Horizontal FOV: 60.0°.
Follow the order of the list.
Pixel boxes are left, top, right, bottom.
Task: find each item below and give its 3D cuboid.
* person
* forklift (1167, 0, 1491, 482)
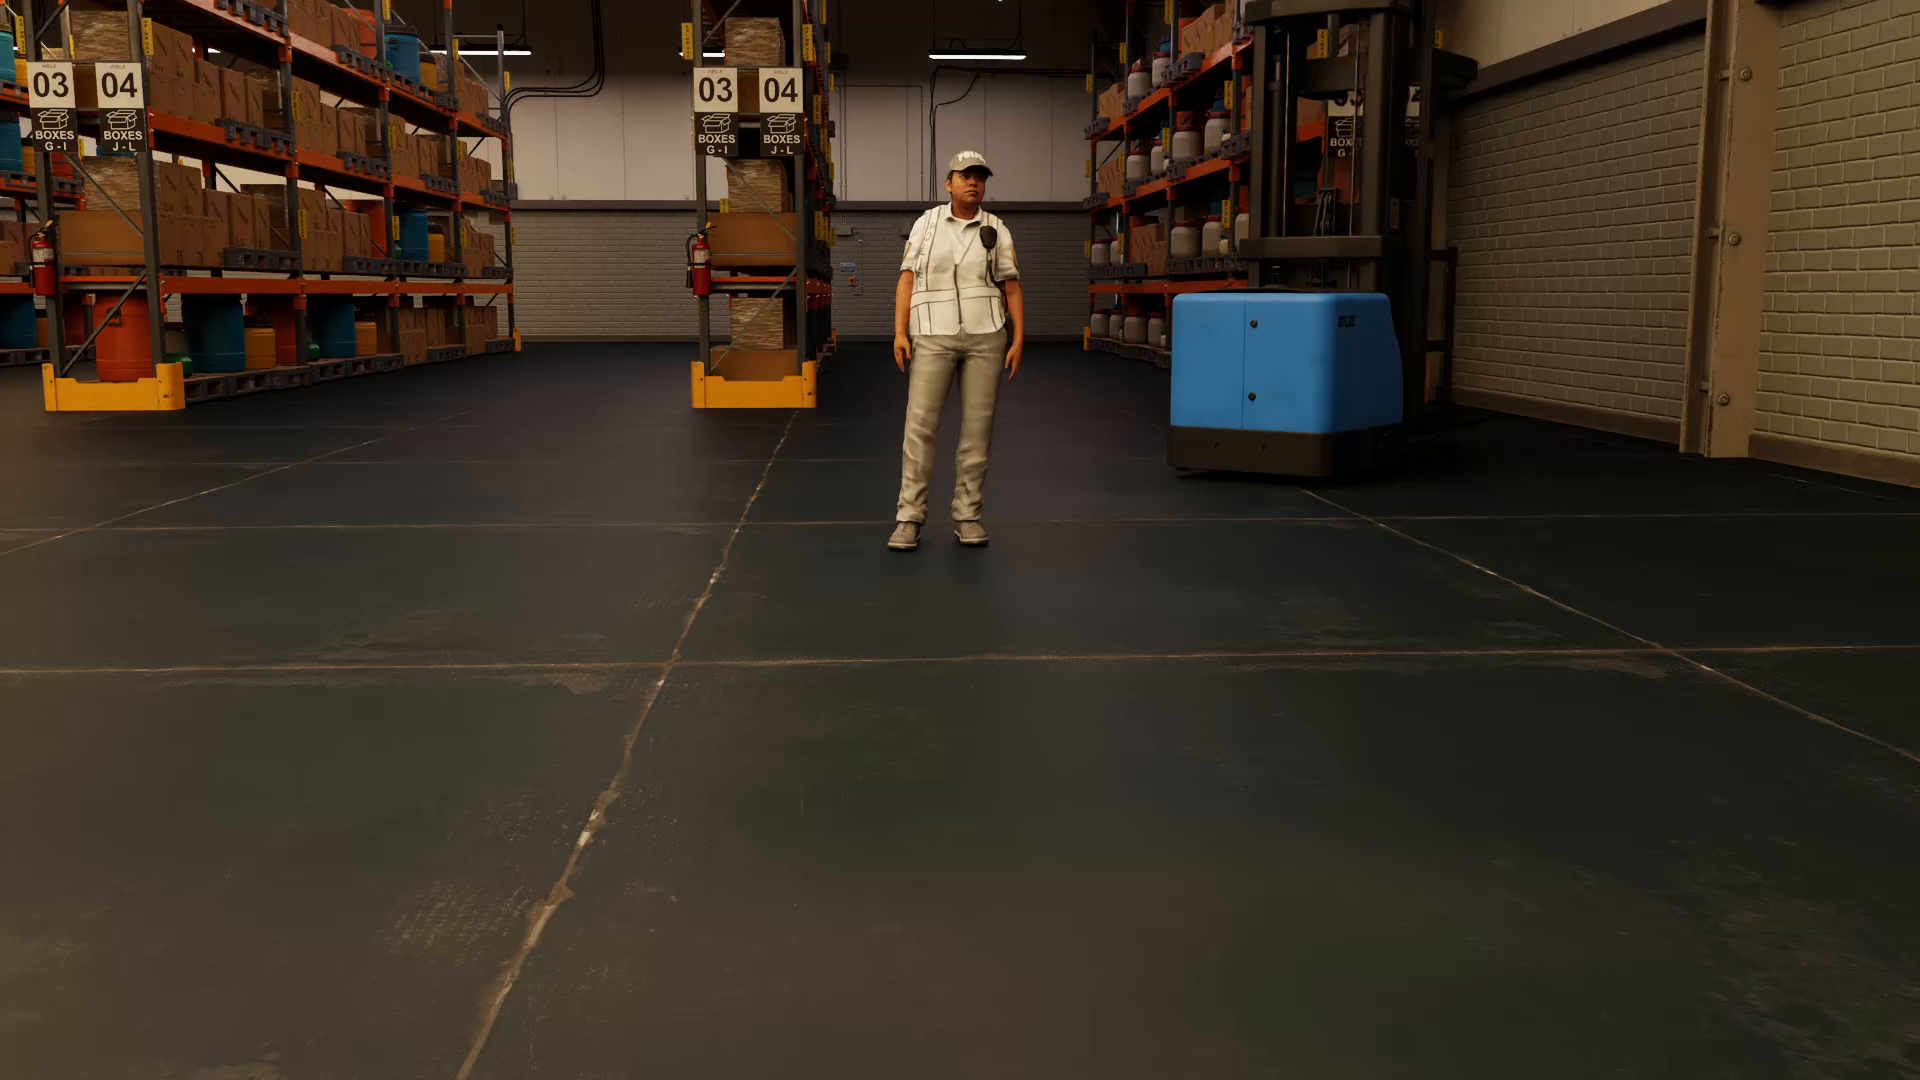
[{"bbox_3d":[-0.018,-0.815,7.110,0.598,1.660,0.529,-1,8,-4],"label":"person"},{"bbox_3d":[2.509,-1.942,10.407,1.130,2.935,3.031,6,11,37],"label":"forklift"}]
